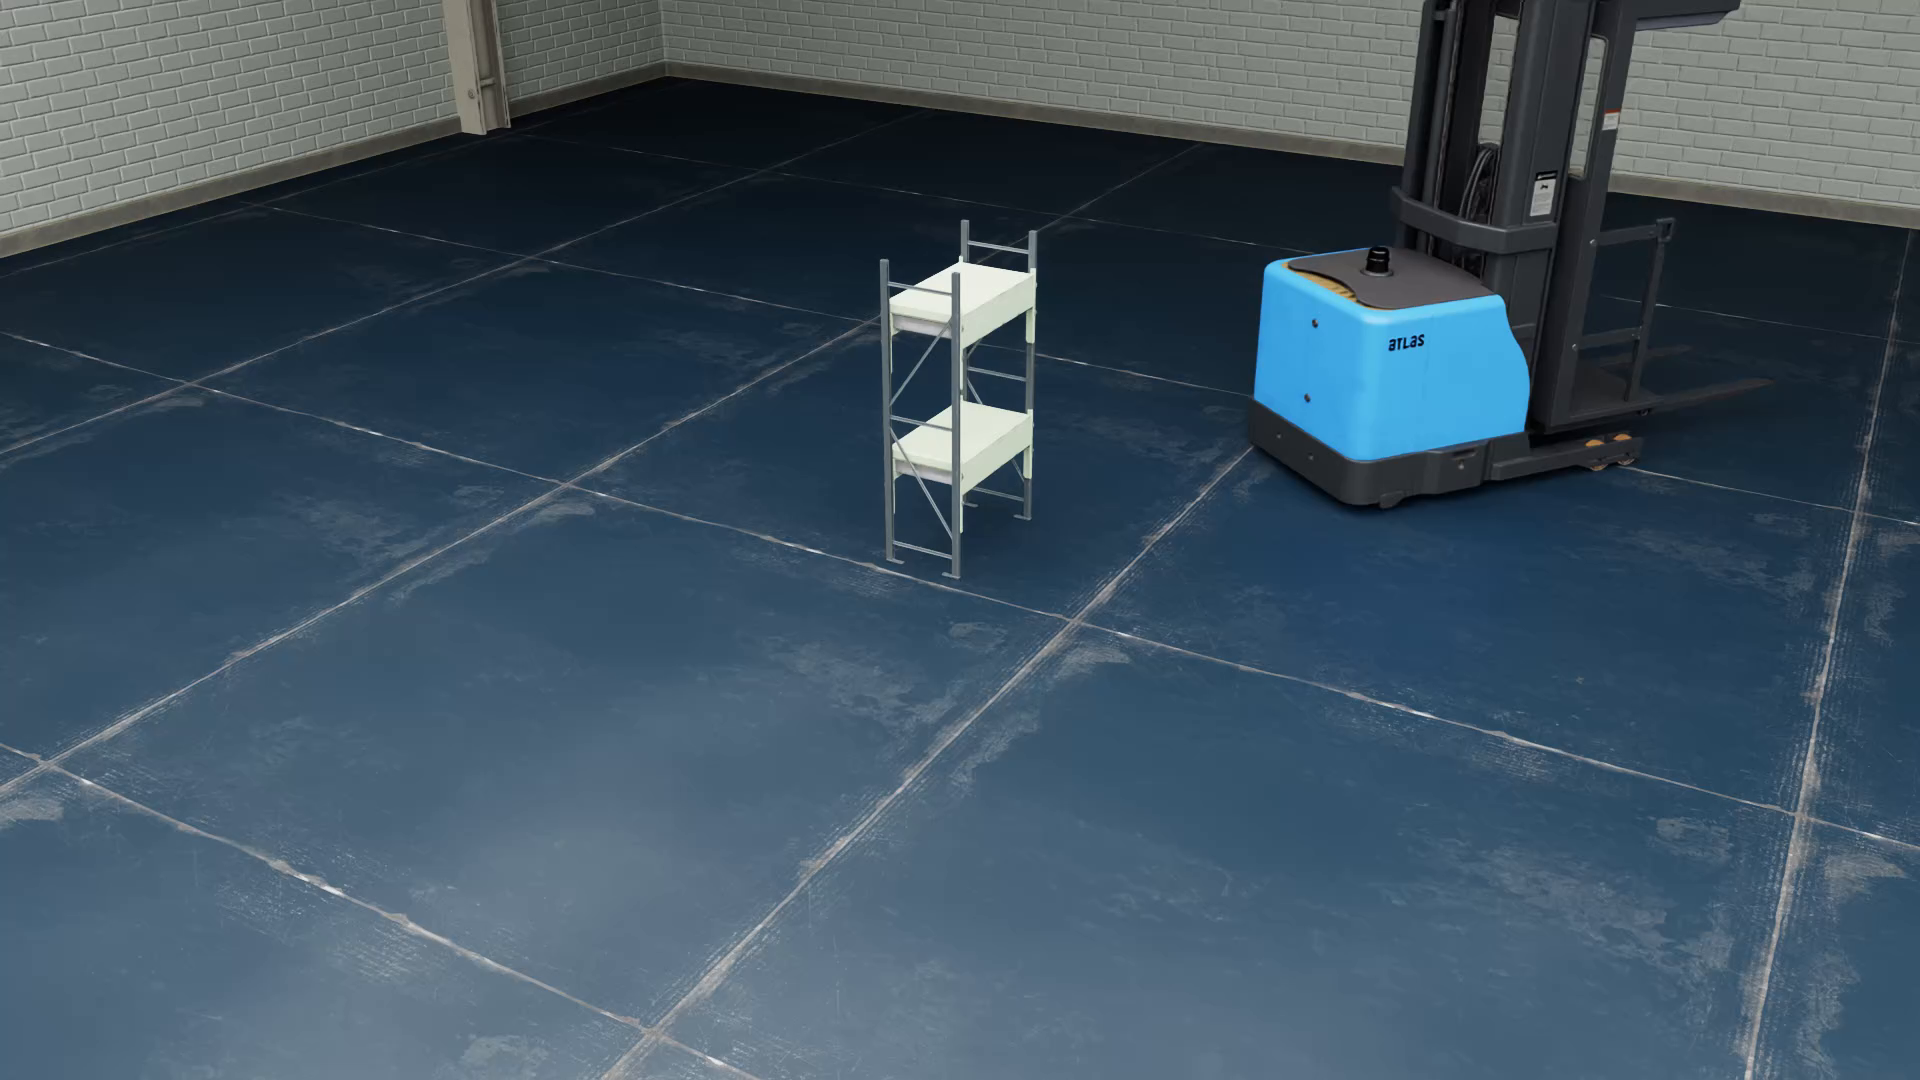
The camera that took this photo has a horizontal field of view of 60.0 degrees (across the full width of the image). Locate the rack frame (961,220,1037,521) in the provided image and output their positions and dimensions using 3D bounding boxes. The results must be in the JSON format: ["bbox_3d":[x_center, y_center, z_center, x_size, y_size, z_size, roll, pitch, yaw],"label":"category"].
[{"bbox_3d":[0.183,-0.816,8.204,0.400,1.500,0.023,14,30,26],"label":"rack frame"}]

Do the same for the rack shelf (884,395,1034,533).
[{"bbox_3d":[0.003,-0.382,8.065,0.431,0.370,0.720,14,30,26],"label":"rack shelf"}]

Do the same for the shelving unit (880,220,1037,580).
[{"bbox_3d":[0.003,-0.673,7.919,0.431,1.500,0.755,14,30,26],"label":"shelving unit"}]

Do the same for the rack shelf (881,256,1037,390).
[{"bbox_3d":[0.003,-1.022,7.745,0.431,0.370,0.720,14,30,26],"label":"rack shelf"}]

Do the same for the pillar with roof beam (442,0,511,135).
[{"bbox_3d":[-0.898,-7.099,12.379,9.100,9.000,0.400,14,30,26],"label":"pillar with roof beam"}]

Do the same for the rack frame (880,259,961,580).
[{"bbox_3d":[-0.177,-0.531,7.635,0.400,1.500,0.023,14,30,26],"label":"rack frame"}]

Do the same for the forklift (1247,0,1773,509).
[{"bbox_3d":[3.159,-1.889,8.750,3.031,2.935,1.130,-11,29,-21],"label":"forklift"}]
